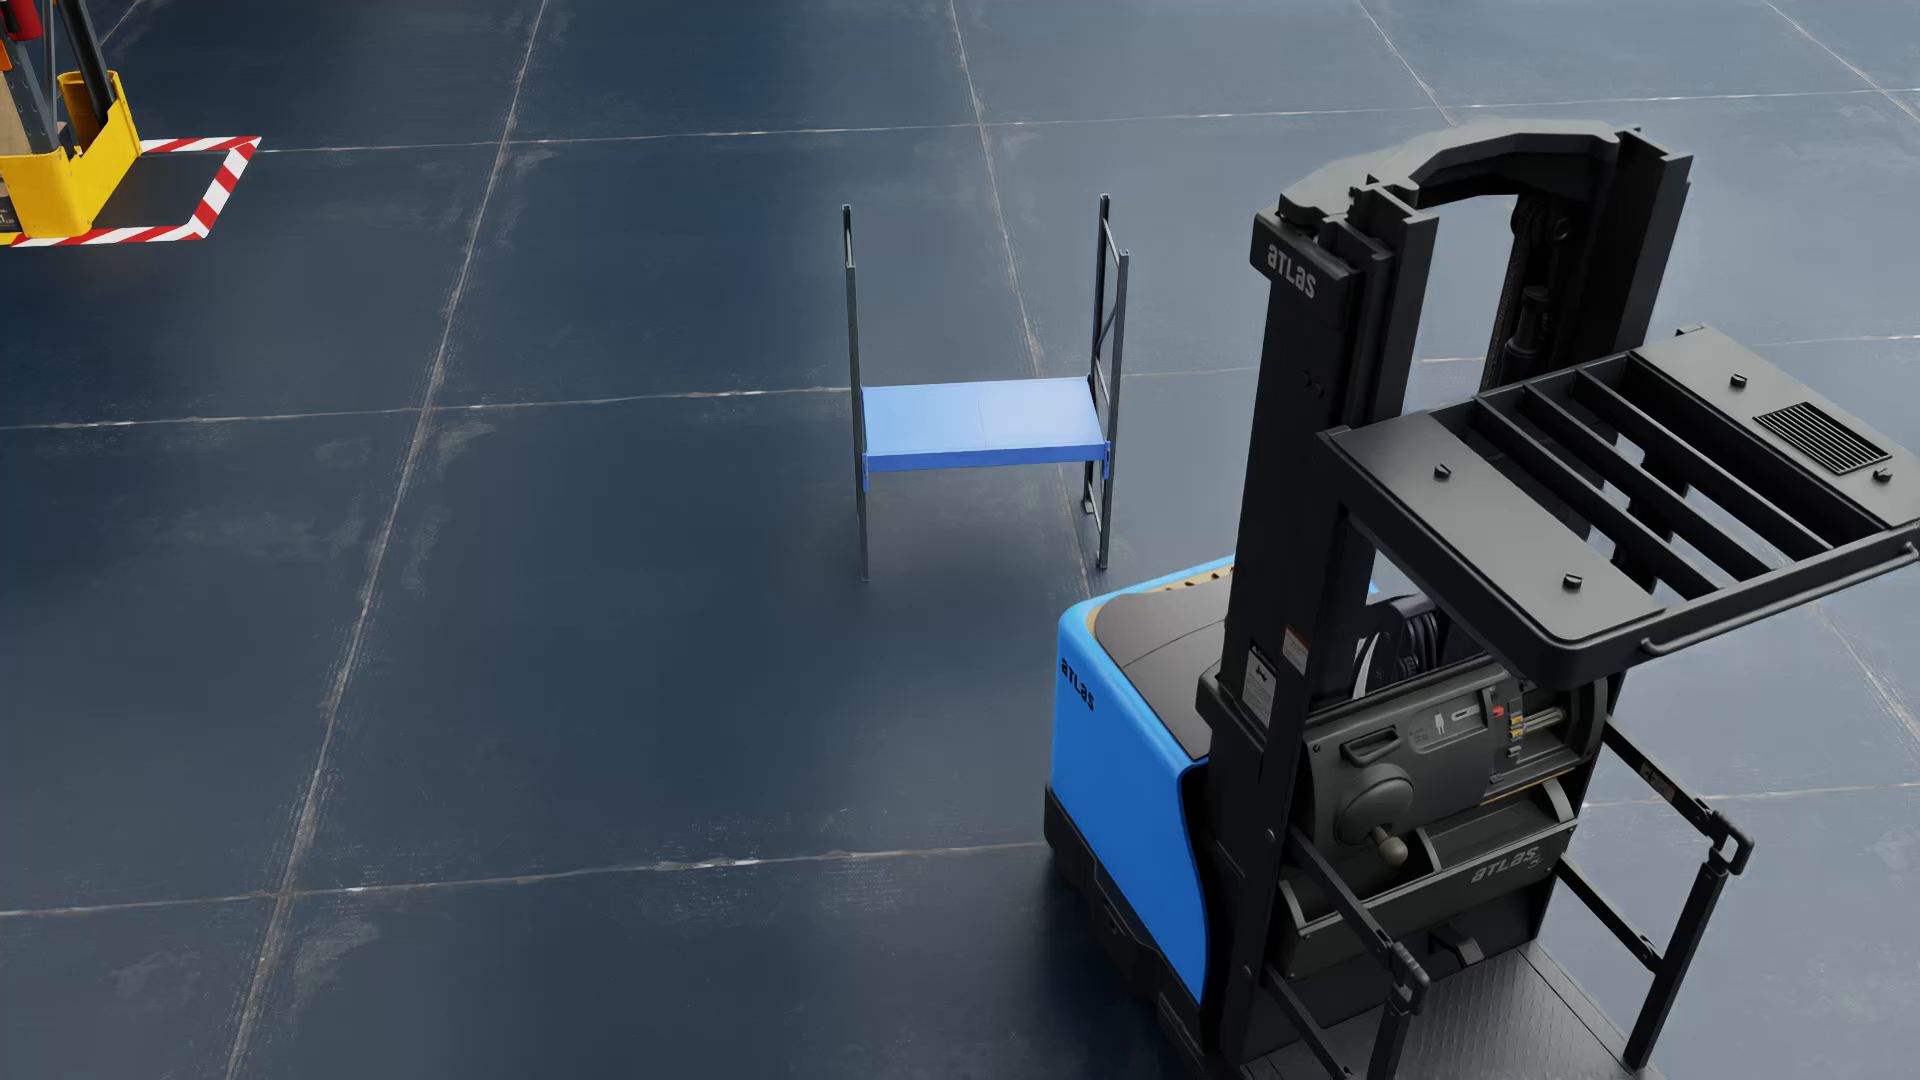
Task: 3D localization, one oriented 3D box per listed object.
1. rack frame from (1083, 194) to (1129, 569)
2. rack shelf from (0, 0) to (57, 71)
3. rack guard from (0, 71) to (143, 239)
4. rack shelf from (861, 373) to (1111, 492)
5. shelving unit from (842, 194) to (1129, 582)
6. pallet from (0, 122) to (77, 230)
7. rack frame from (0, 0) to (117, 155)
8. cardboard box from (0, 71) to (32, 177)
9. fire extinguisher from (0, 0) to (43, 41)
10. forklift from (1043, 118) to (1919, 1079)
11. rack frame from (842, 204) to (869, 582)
[{"bbox_3d":[0.591,-0.621,6.827,0.032,1.500,0.500,-3,38,-4],"label":"rack frame"},{"bbox_3d":[-7.104,-2.861,9.035,4.000,0.370,1.077,-3,38,-4],"label":"rack shelf"},{"bbox_3d":[-5.187,-2.267,9.720,0.348,0.500,1.175,-3,38,-4],"label":"rack guard"},{"bbox_3d":[0.085,-0.452,6.903,1.000,0.185,0.538,-3,38,-4],"label":"rack shelf"},{"bbox_3d":[0.085,-0.593,6.791,1.048,1.500,0.538,-3,38,-4],"label":"shelving unit"},{"bbox_3d":[-6.000,-2.131,9.781,1.213,0.211,1.003,-3,38,-4],"label":"pallet"},{"bbox_3d":[-5.112,-3.253,8.951,0.127,3.000,1.000,-3,38,-4],"label":"rack frame"},{"bbox_3d":[-5.735,-2.412,9.565,0.500,0.500,0.500,4,38,4],"label":"cardboard box"},{"bbox_3d":[-4.957,-2.944,8.623,0.183,0.674,0.296,-3,38,-4],"label":"fire extinguisher"},{"bbox_3d":[1.373,0.609,4.112,1.130,2.935,3.031,-16,41,-19],"label":"forklift"},{"bbox_3d":[-0.421,-0.566,6.756,0.032,1.500,0.500,-3,38,-4],"label":"rack frame"}]
